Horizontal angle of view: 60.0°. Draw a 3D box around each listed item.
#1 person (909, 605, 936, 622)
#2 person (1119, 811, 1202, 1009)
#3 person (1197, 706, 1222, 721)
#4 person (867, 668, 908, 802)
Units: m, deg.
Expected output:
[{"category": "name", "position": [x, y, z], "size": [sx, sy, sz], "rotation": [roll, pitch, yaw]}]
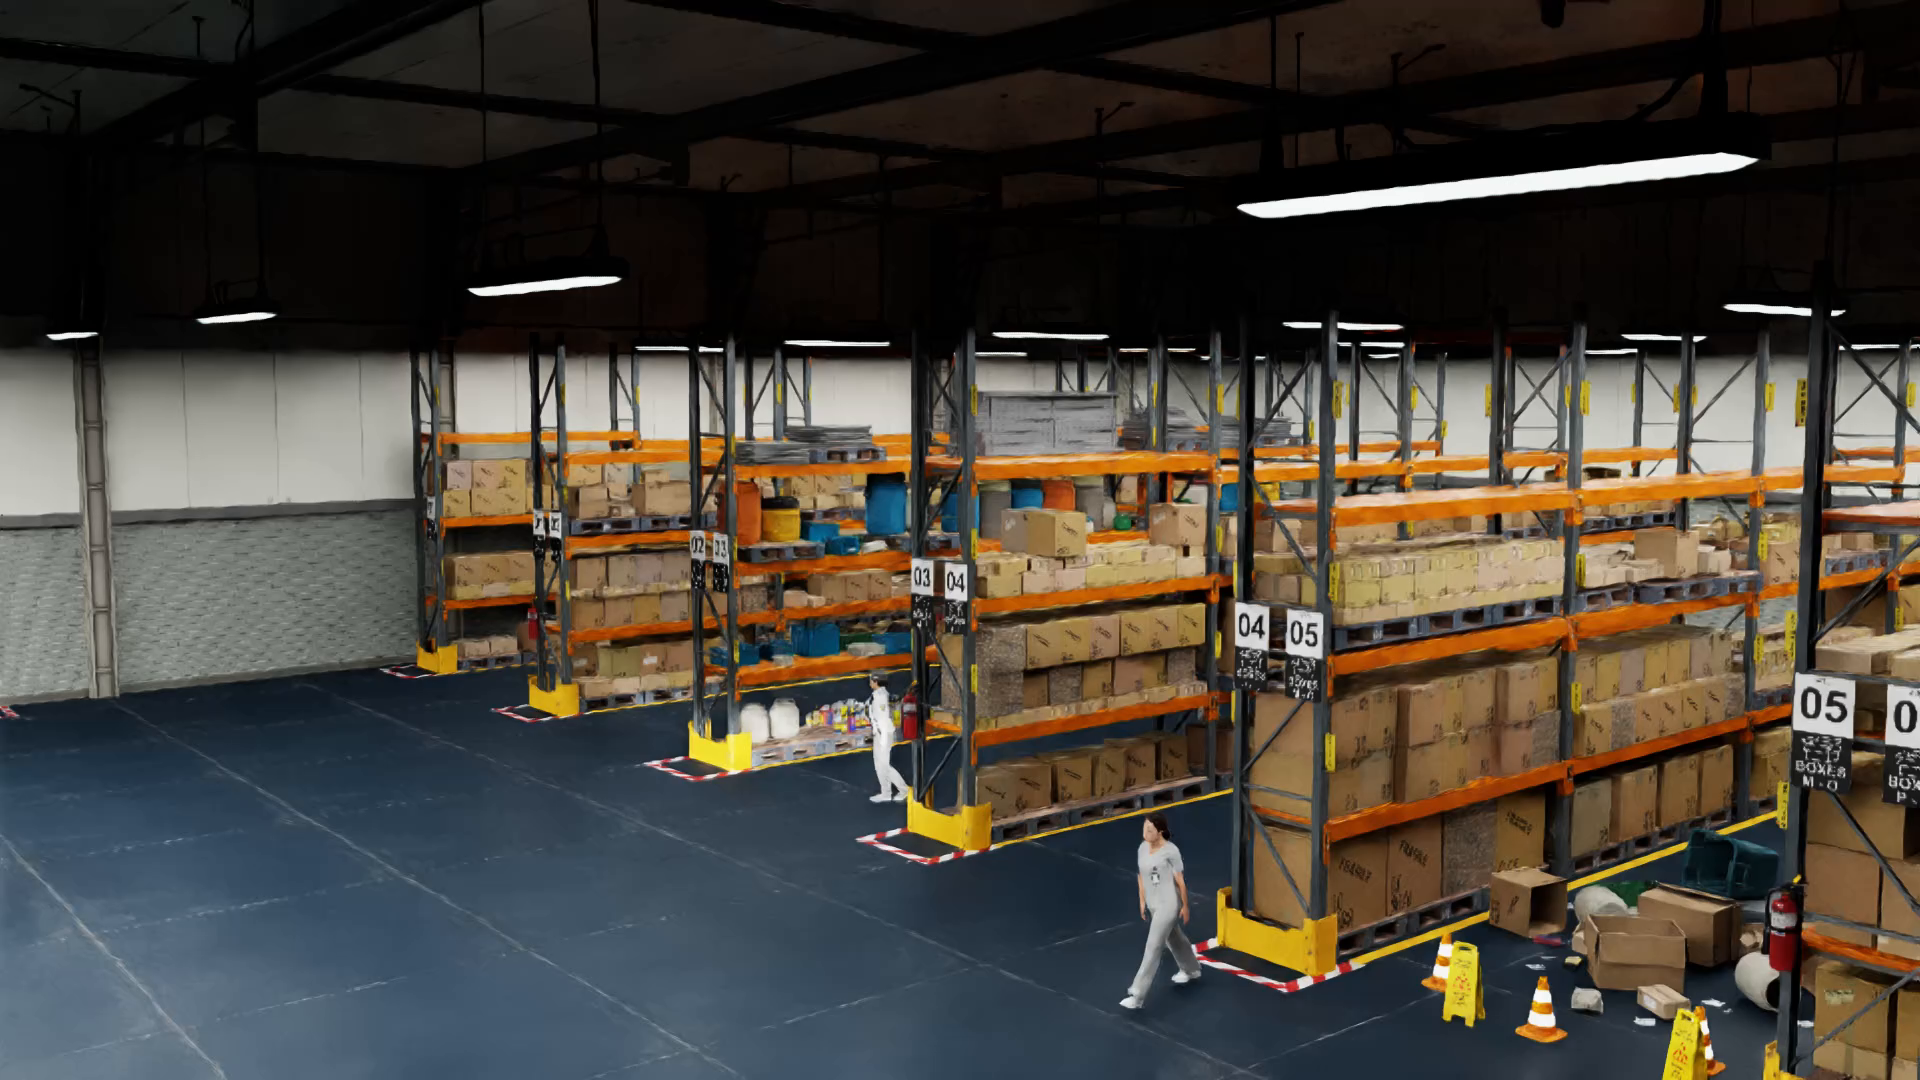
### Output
[{"category": "person", "position": [-0.772, 1.201, 33.474], "size": [1.128, 1.709, 0.550], "rotation": [-5, 7, -41]}, {"category": "person", "position": [1.666, 3.061, 14.023], "size": [1.110, 1.590, 0.446], "rotation": [-4, 7, -37]}, {"category": "person", "position": [3.472, 2.101, 23.810], "size": [1.122, 1.704, 0.566], "rotation": [-4, 7, -37]}, {"category": "person", "position": [-0.879, 2.431, 20.671], "size": [0.544, 1.663, 0.527], "rotation": [0, 5, -3]}]
